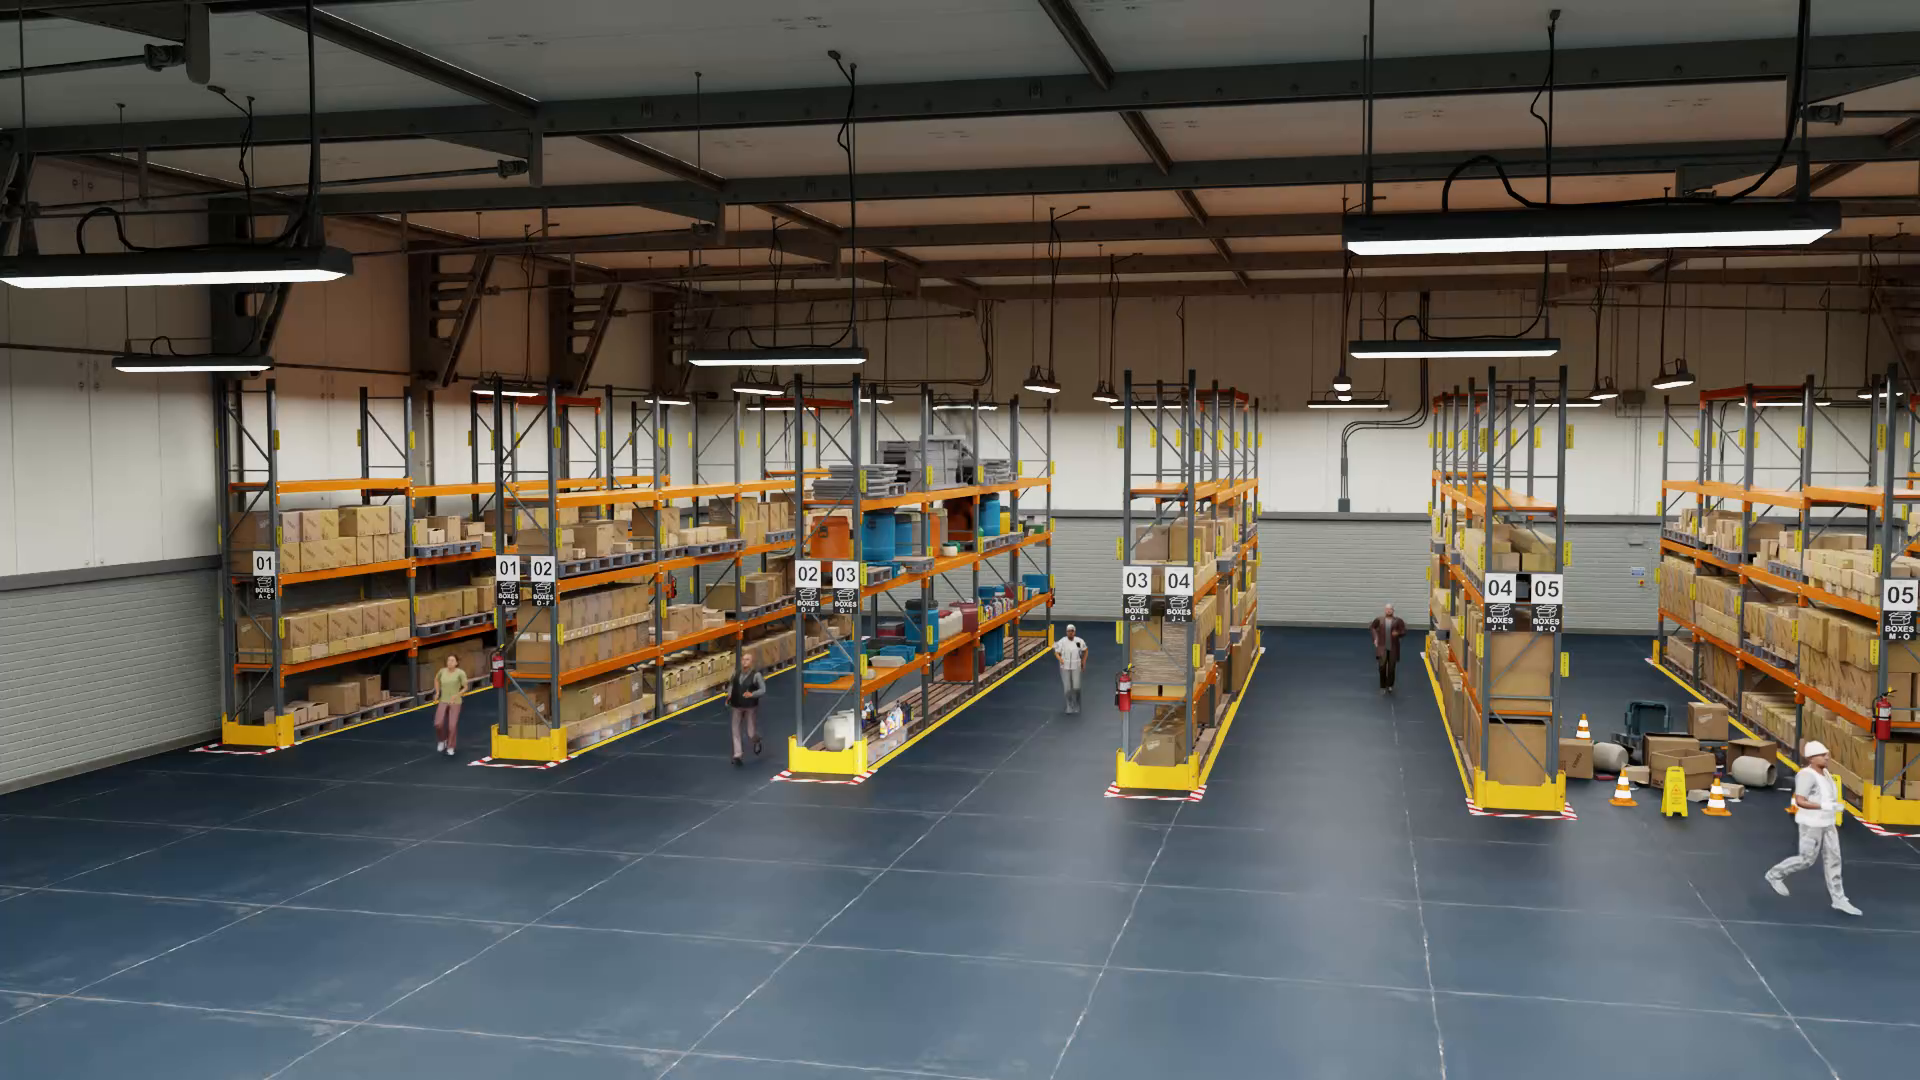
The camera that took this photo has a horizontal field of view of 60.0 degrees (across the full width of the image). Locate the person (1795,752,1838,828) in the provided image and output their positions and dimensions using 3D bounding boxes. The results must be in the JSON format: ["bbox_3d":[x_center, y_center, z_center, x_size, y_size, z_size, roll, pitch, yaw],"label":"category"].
[{"bbox_3d":[9.120,2.645,17.624,0.684,0.771,0.632,-3,4,-37],"label":"person"}]

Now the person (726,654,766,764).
[{"bbox_3d":[-3.355,2.623,25.845,0.686,1.688,0.797,1,4,15],"label":"person"}]

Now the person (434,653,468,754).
[{"bbox_3d":[-8.117,2.605,26.447,0.578,1.637,0.555,0,3,-1],"label":"person"}]

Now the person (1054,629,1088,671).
[{"bbox_3d":[2.024,1.985,30.345,0.612,0.845,0.555,0,3,7],"label":"person"}]

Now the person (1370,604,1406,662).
[{"bbox_3d":[8.383,1.822,32.565,0.685,1.137,0.693,1,4,15],"label":"person"}]
